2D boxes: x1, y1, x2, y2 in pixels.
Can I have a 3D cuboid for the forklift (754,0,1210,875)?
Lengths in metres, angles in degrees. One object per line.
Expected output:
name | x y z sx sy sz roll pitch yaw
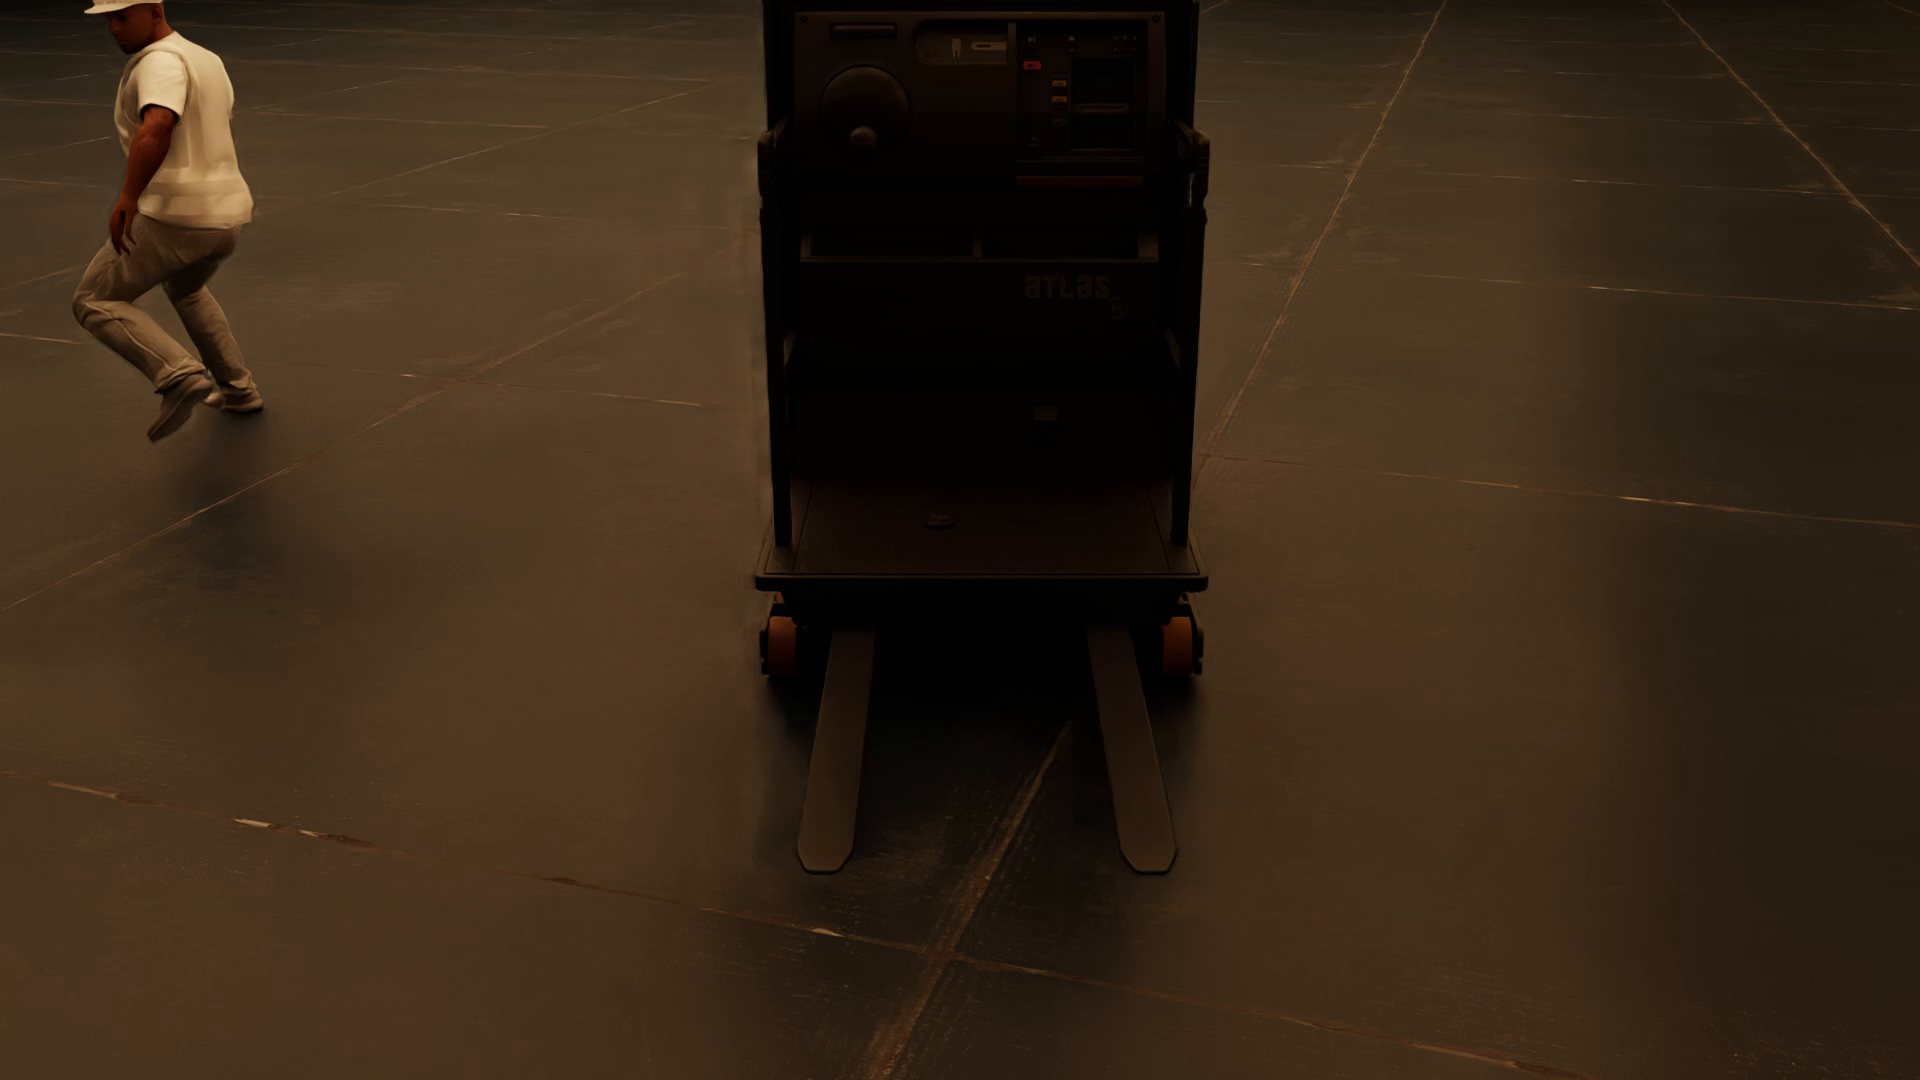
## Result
forklift | 0.052 -1.116 3.982 1.130 2.935 3.031 0 22 0

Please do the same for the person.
person | -2.771 -1.176 5.872 0.524 1.647 1.039 3 23 8
